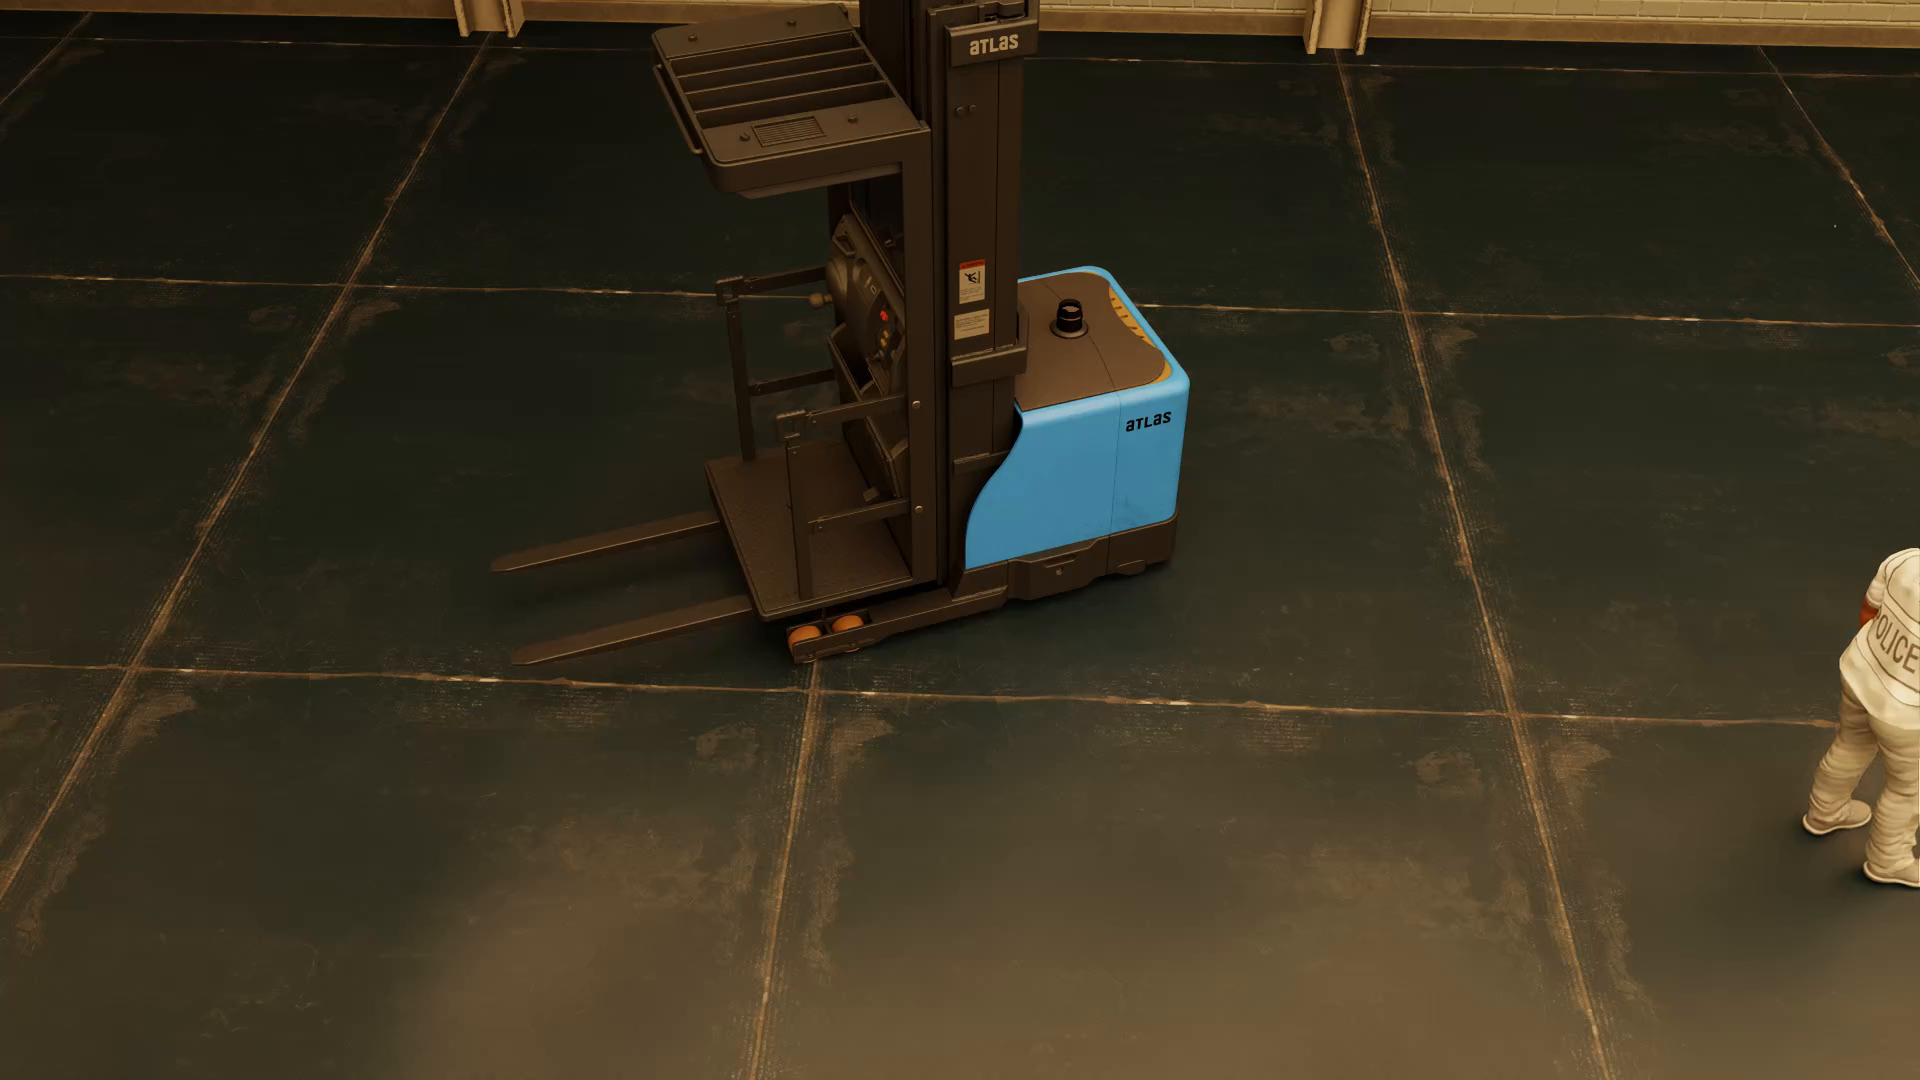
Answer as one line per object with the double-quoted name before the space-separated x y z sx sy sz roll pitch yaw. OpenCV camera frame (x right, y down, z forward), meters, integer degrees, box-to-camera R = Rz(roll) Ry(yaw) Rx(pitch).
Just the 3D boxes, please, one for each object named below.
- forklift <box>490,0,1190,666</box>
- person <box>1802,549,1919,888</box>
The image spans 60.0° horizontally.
"forklift" -0.573 -0.945 6.778 3.031 2.935 1.130 -13 44 -14
"person" 3.513 0.555 6.062 0.530 1.670 0.598 -7 43 -8
